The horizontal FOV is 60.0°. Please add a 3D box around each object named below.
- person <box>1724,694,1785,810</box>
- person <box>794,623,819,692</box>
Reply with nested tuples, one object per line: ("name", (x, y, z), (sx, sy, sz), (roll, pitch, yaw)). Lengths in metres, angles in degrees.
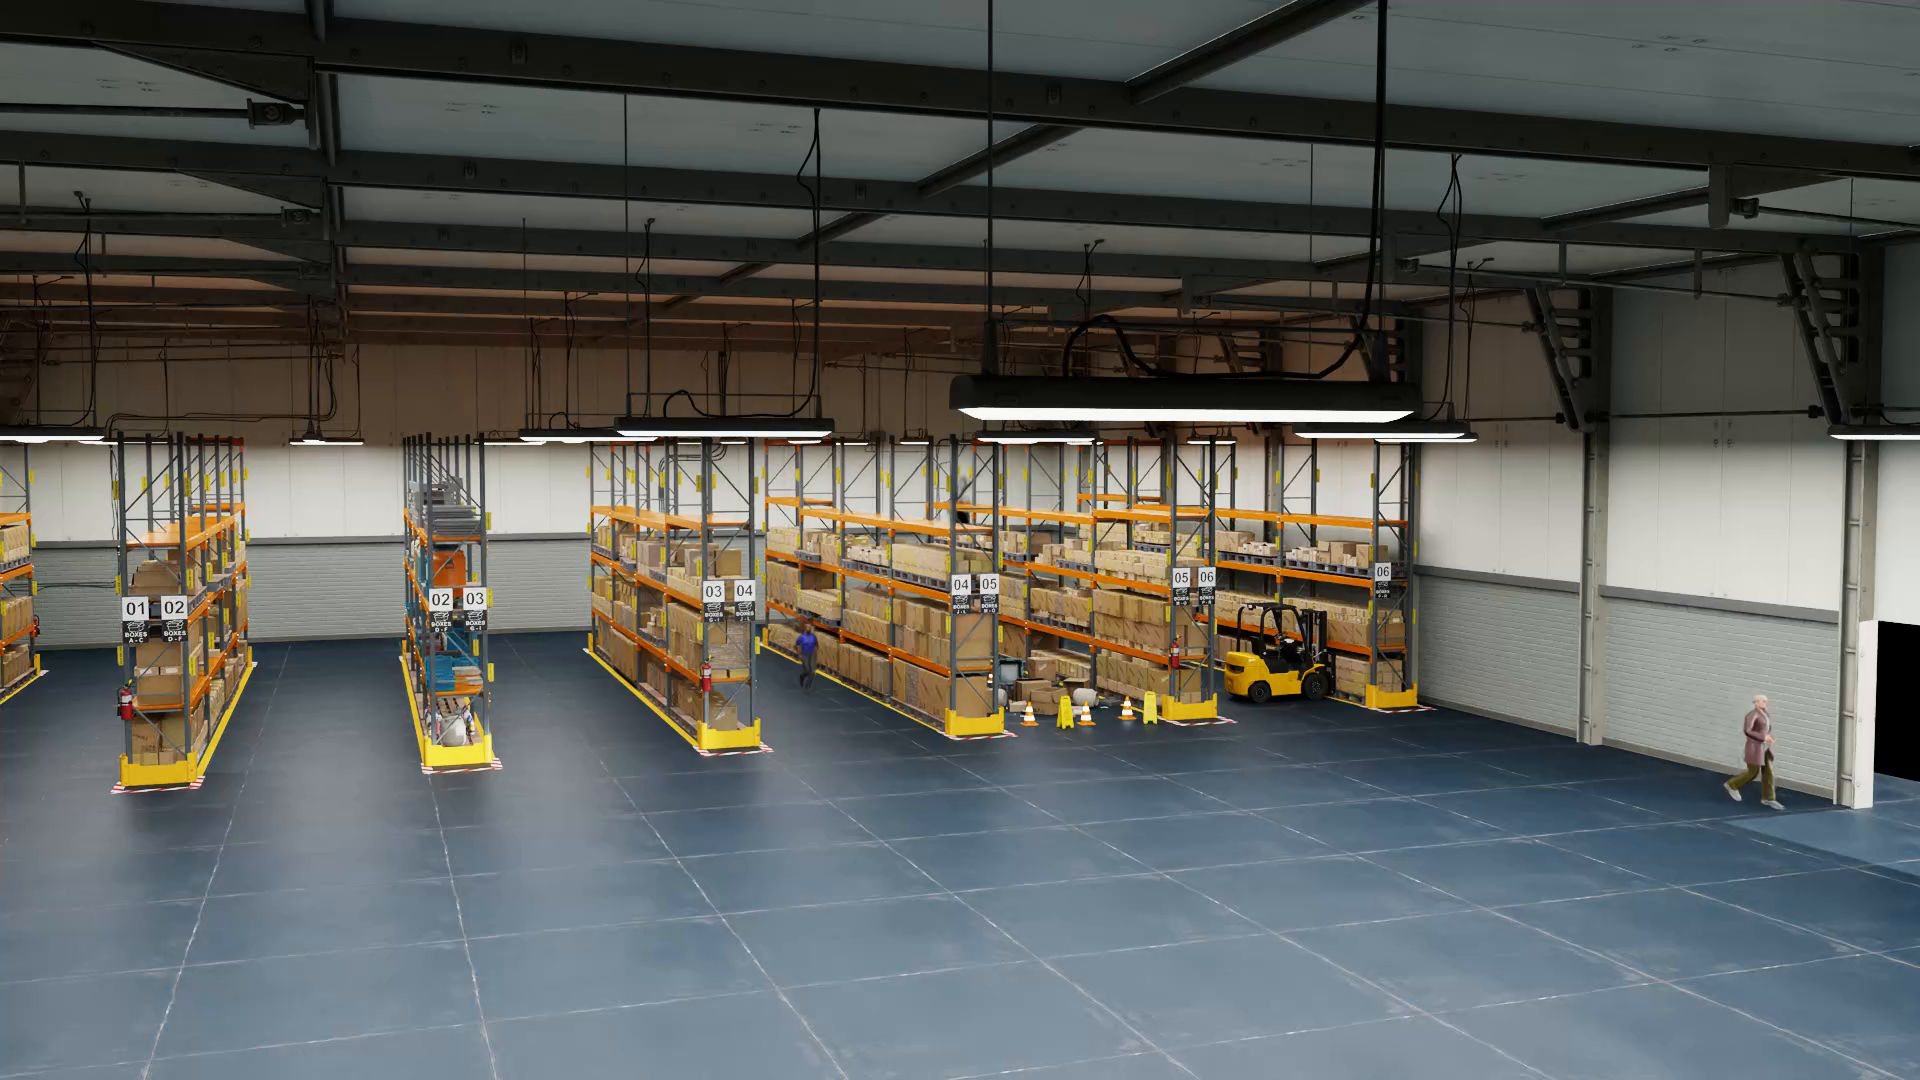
("person", (12.733, 3.357, 26.602), (0.734, 1.799, 0.933), (-2, 4, -37))
("person", (-3.562, 2.761, 39.023), (0.574, 1.612, 0.558), (-1, 3, -25))
